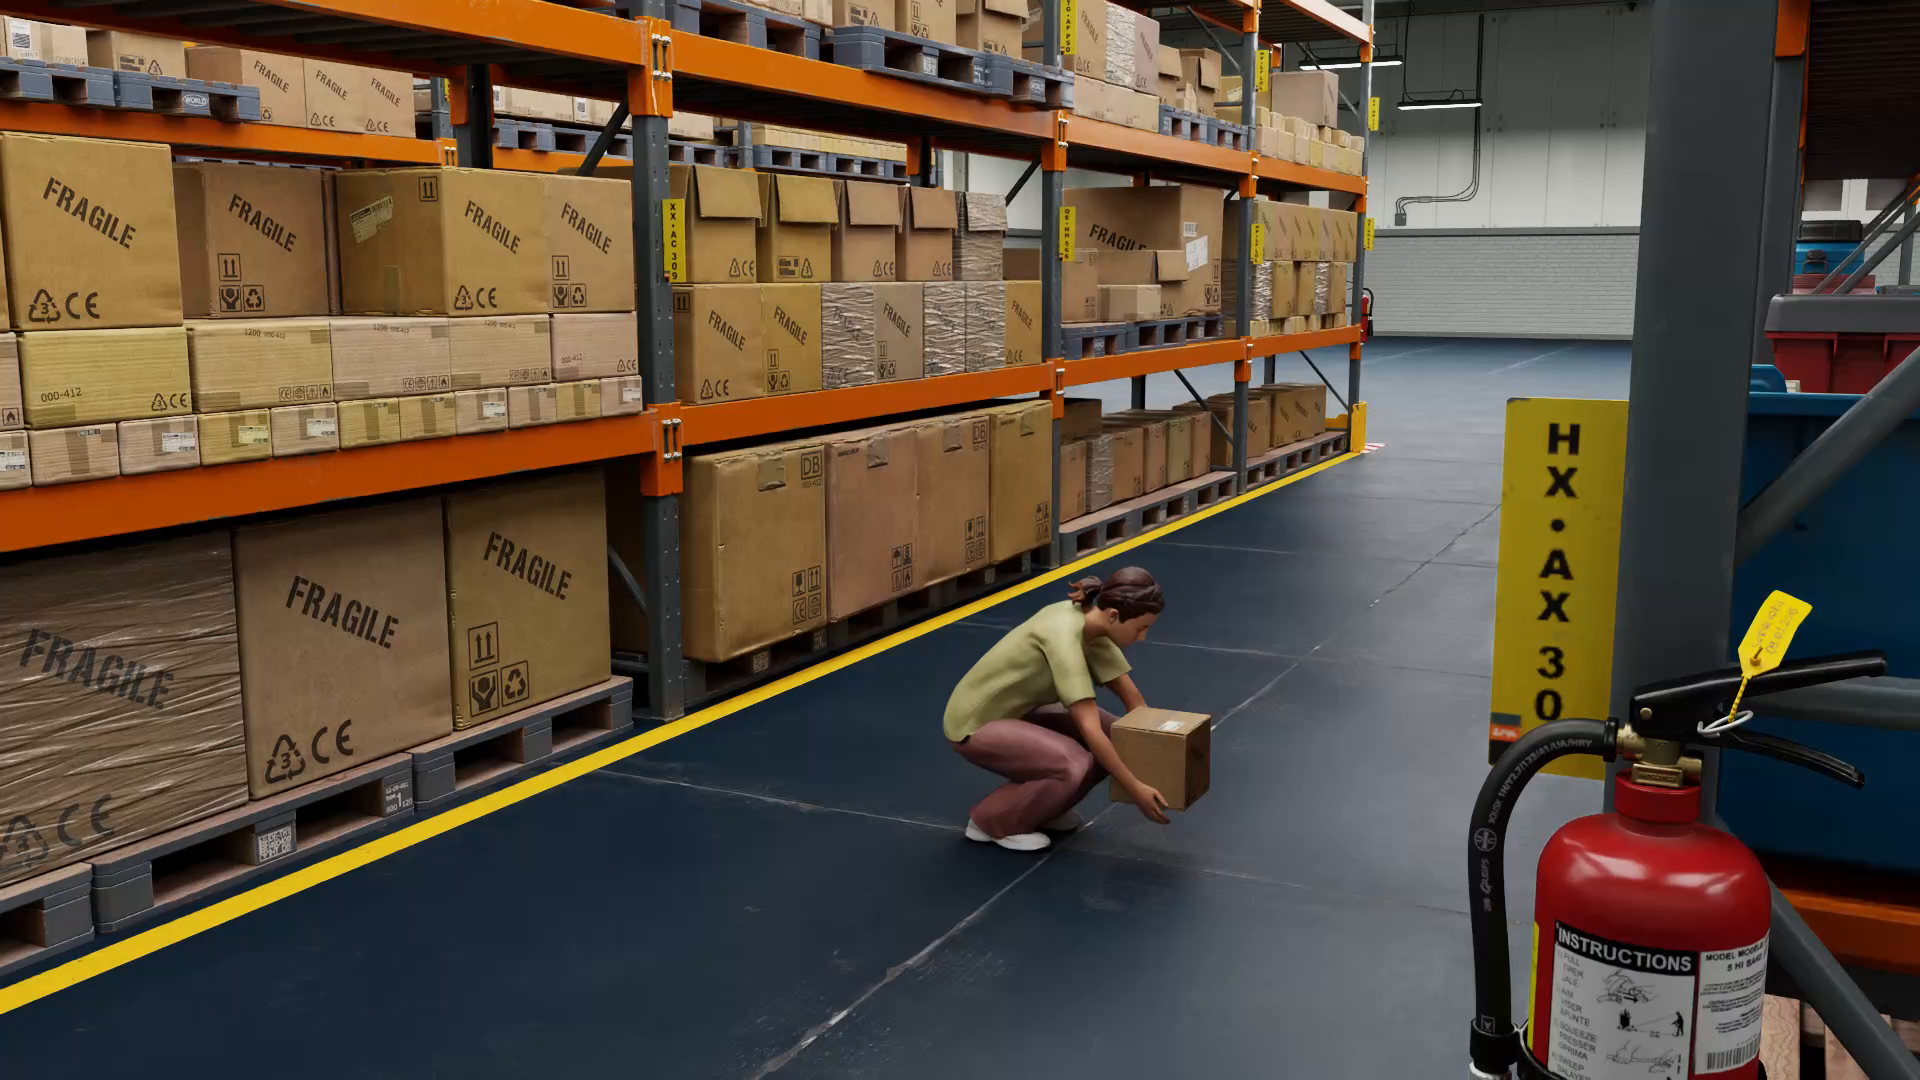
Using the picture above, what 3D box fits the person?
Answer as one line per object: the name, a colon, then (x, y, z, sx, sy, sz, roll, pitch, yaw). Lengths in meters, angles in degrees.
person: (0.346, 0.536, 5.413, 0.806, 0.931, 0.478, 4, 10, 26)
